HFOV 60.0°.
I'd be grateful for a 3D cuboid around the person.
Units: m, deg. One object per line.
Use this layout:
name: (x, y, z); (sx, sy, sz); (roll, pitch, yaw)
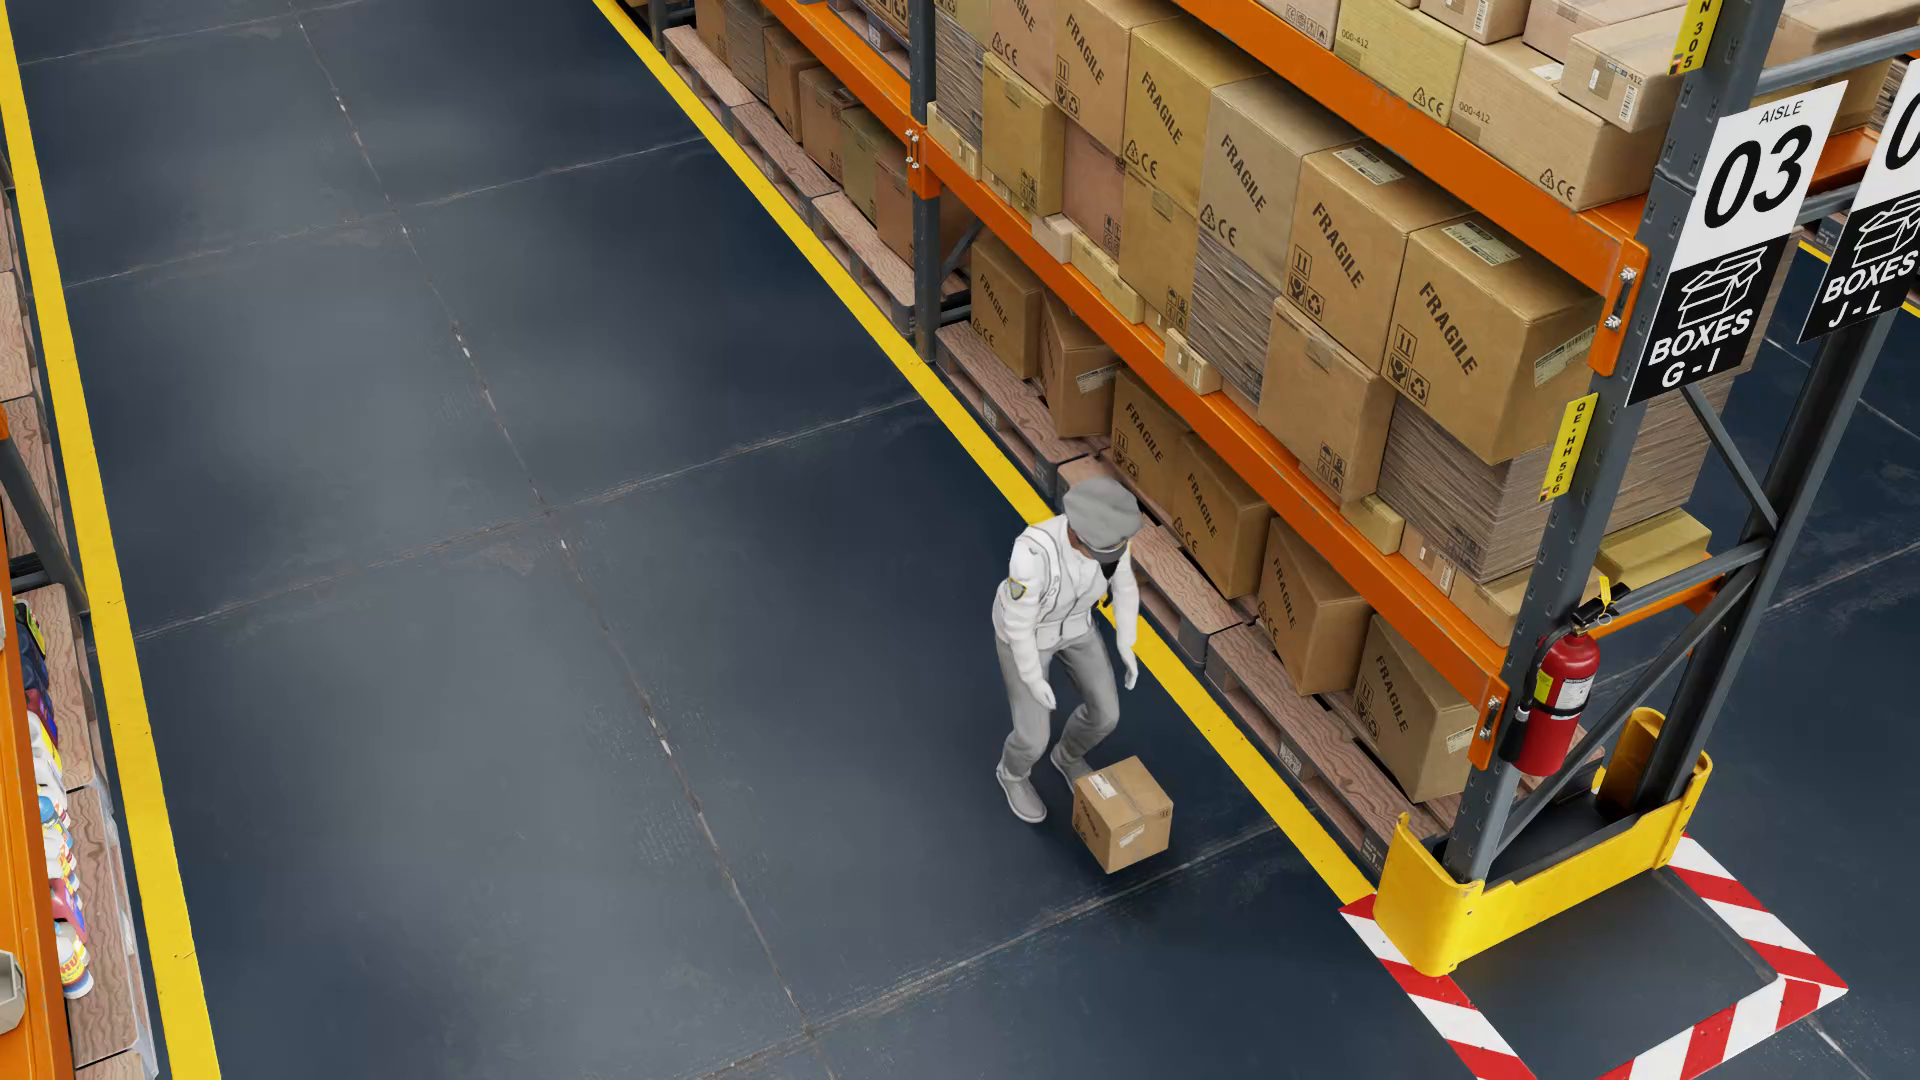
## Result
person: (0.378, 0.368, 5.832); (0.520, 1.559, 0.548); (-19, 45, -20)
